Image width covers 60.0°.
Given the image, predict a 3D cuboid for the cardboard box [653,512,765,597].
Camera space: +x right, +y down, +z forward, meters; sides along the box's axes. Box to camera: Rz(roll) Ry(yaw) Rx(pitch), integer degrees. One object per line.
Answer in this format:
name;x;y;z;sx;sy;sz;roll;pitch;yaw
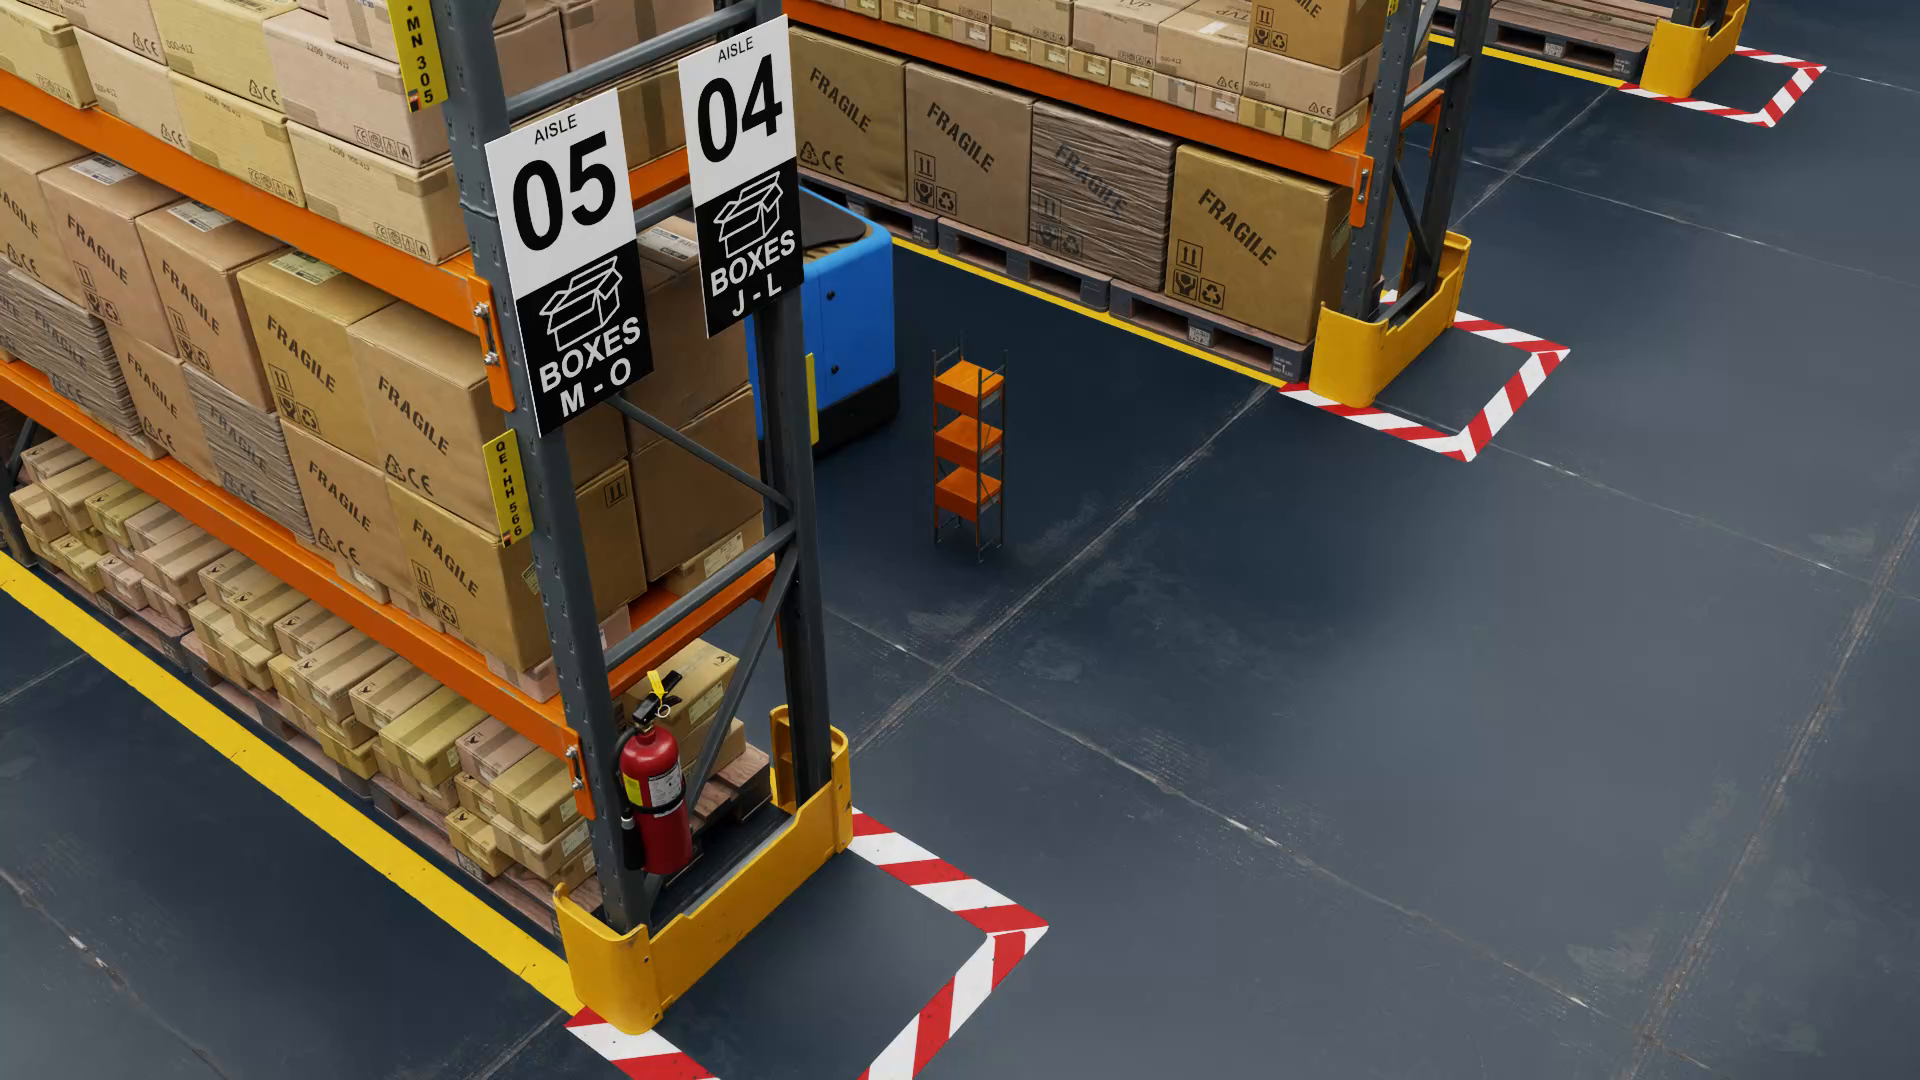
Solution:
cardboard box;-0.868;0.003;5.517;0.250;0.149;0.380;25;44;28

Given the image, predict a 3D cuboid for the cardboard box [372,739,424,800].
cardboard box;-1.982;0.774;6.300;0.250;0.149;0.380;26;45;29

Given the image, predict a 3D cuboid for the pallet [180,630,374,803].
pallet;-2.459;0.477;6.970;1.213;0.211;1.003;25;45;29

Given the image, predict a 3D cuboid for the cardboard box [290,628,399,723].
cardboard box;-2.246;0.476;6.198;0.250;0.149;0.380;27;45;30

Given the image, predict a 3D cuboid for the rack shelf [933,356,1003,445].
rack shelf;0.042;-0.608;7.232;0.240;0.259;0.215;25;45;29

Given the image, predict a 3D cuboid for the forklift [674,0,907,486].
forklift;-1.664;-2.196;8.177;1.130;2.935;3.031;-31;48;-34

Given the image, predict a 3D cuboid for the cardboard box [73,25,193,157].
cardboard box;-2.127;-1.357;4.738;0.500;0.250;0.500;27;46;30

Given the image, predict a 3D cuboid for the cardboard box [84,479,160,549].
cardboard box;-3.425;-0.156;7.005;0.250;0.149;0.380;25;44;28

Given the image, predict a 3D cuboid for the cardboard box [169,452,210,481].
cardboard box;-2.644;-0.400;6.031;0.250;0.149;0.380;27;45;30

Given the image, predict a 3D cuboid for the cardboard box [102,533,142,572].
cardboard box;-3.422;-0.055;7.118;0.250;0.149;0.380;25;44;28

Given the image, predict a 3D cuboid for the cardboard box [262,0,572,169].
cardboard box;-1.330;-1.181;4.108;0.500;0.250;0.500;24;44;27

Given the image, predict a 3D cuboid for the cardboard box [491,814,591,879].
cardboard box;-1.402;0.968;5.811;0.250;0.149;0.380;24;44;27

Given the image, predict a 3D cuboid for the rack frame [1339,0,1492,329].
rack frame;2.284;-2.205;8.133;0.127;3.000;1.000;25;45;29

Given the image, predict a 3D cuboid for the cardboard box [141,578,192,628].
cardboard box;-3.220;0.177;7.063;0.250;0.149;0.380;24;44;28

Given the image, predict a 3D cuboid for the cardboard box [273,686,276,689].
cardboard box;-2.583;0.466;6.694;0.250;0.149;0.380;27;45;30

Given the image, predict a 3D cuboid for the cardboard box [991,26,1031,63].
cardboard box;0.379;-2.747;9.030;0.250;0.149;0.380;24;44;27

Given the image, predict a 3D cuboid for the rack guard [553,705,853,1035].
rack guard;-0.870;1.142;5.886;0.348;0.500;1.175;25;45;29

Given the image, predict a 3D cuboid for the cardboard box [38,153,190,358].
cardboard box;-2.567;-0.990;5.448;0.500;0.500;0.500;24;44;27

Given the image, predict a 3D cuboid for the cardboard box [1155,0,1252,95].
cardboard box;1.335;-2.505;8.396;0.500;0.250;0.500;24;44;28

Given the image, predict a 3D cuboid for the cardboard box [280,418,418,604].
cardboard box;-1.729;-0.208;5.260;0.500;0.500;0.500;25;44;28

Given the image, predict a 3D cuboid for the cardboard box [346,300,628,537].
cardboard box;-1.324;-0.414;4.712;0.500;0.500;0.500;24;44;28

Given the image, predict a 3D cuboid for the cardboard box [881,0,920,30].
cardboard box;-0.232;-3.036;9.398;0.250;0.149;0.380;24;44;27

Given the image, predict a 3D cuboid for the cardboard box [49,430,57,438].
cardboard box;-4.413;-0.900;8.153;0.500;0.500;0.500;27;45;30

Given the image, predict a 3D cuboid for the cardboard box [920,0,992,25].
cardboard box;0.128;-3.077;9.127;0.500;0.250;0.500;26;45;30

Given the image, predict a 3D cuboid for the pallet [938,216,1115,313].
pallet;0.636;-1.825;9.910;1.213;0.211;1.003;25;45;29

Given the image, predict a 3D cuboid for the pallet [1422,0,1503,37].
pallet;3.697;-4.317;13.093;1.213;0.211;1.003;25;45;29

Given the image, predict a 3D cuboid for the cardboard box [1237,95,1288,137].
cardboard box;1.594;-2.175;8.298;0.250;0.149;0.380;26;45;29

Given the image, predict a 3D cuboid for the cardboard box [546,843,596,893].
cardboard box;-1.354;1.048;5.950;0.250;0.149;0.380;26;45;29

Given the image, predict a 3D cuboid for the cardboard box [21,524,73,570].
cardboard box;-3.893;-0.061;7.367;0.250;0.149;0.380;23;44;27

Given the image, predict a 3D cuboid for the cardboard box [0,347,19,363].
cardboard box;-3.710;-0.886;6.653;0.250;0.149;0.380;27;45;30

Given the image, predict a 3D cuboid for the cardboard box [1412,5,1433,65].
cardboard box;2.067;-2.575;8.486;0.500;0.250;0.500;24;44;27

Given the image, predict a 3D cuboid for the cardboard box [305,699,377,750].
cardboard box;-2.235;0.587;6.298;0.250;0.149;0.380;26;45;29

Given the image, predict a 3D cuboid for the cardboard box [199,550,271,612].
cardboard box;-2.785;0.128;6.643;0.250;0.149;0.380;23;44;27

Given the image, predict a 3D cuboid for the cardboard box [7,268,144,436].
cardboard box;-2.971;-0.772;5.980;0.500;0.500;0.500;24;44;28

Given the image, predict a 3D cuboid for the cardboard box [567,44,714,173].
cardboard box;-1.011;-1.229;4.575;0.500;0.250;0.500;27;45;30

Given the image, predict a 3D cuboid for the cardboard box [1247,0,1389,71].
cardboard box;1.737;-2.612;7.925;0.500;0.500;0.500;26;45;29

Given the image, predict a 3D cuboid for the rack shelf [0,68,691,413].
rack shelf;-2.398;-1.461;5.333;4.000;0.370;1.077;25;45;29

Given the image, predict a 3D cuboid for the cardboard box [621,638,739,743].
cardboard box;-1.019;0.546;6.108;0.250;0.149;0.380;23;44;27

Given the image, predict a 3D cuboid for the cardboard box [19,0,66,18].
cardboard box;-2.536;-1.760;4.847;0.500;0.250;0.500;23;44;27

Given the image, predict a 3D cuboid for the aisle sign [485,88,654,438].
aisle sign;-0.934;-0.663;4.055;0.004;0.787;0.394;25;45;29

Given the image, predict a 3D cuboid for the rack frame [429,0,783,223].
rack frame;-0.810;-2.176;3.230;0.127;3.000;1.000;25;45;29

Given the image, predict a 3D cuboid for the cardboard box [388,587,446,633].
cardboard box;-1.623;0.103;5.389;0.250;0.149;0.380;25;44;28

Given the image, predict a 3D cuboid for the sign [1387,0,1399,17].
sign;1.943;-2.493;7.370;0.005;0.325;0.100;25;45;29

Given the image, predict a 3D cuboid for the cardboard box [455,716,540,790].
cardboard box;-1.549;0.713;5.896;0.250;0.149;0.380;26;45;29

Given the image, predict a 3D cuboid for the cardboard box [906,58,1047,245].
cardboard box;0.297;-2.408;9.776;0.875;0.875;0.875;25;45;29

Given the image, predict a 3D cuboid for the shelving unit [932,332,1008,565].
shelving unit;0.042;-0.393;7.401;0.252;1.050;0.215;25;45;29

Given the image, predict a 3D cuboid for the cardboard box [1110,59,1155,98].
cardboard box;0.989;-2.460;8.662;0.250;0.149;0.380;24;44;28

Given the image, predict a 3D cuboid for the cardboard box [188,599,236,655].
cardboard box;-2.844;0.287;6.680;0.250;0.149;0.380;25;44;28
